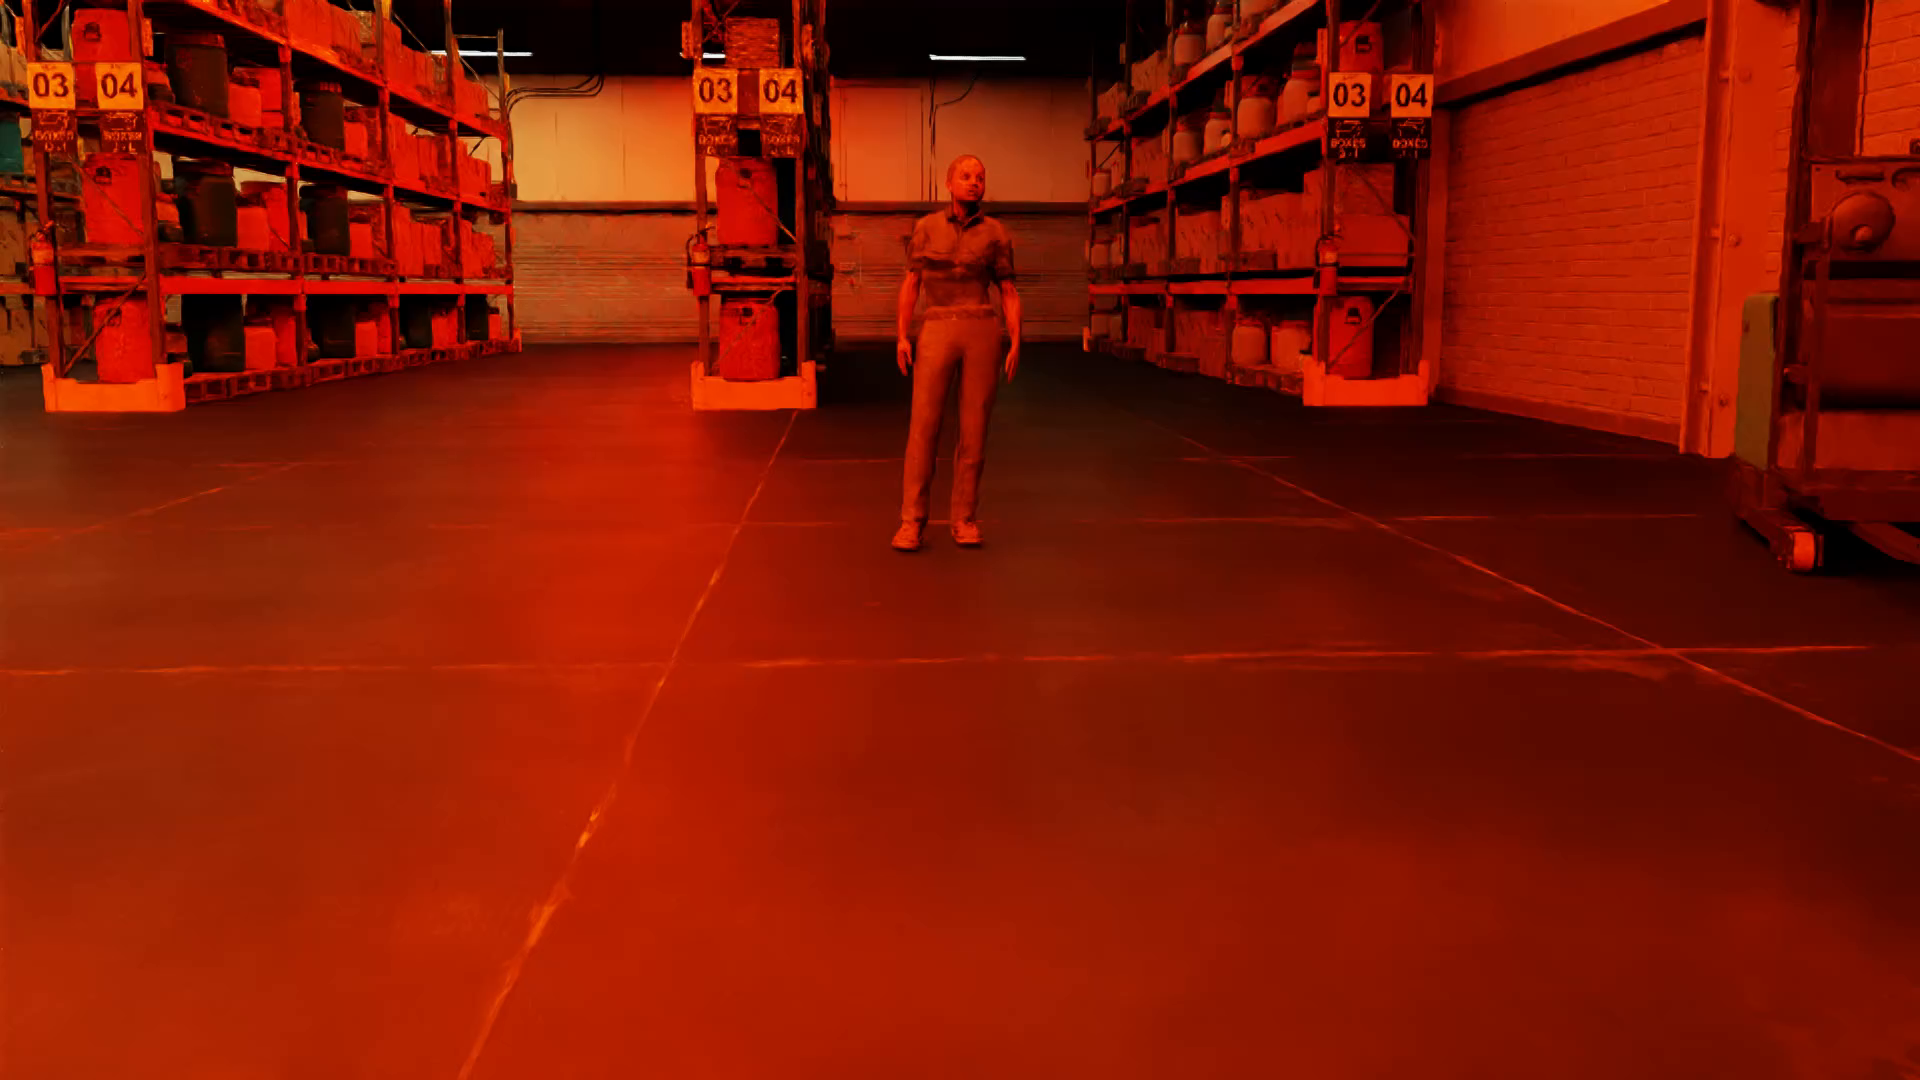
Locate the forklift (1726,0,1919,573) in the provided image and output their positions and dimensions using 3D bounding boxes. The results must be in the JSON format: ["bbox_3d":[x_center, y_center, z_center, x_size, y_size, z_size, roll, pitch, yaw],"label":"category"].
[{"bbox_3d":[3.818,-1.343,6.372,1.130,2.935,3.031,2,9,16],"label":"forklift"}]

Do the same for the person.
[{"bbox_3d":[-0.014,-0.812,7.100,0.570,1.654,0.503,-1,8,-4],"label":"person"}]
